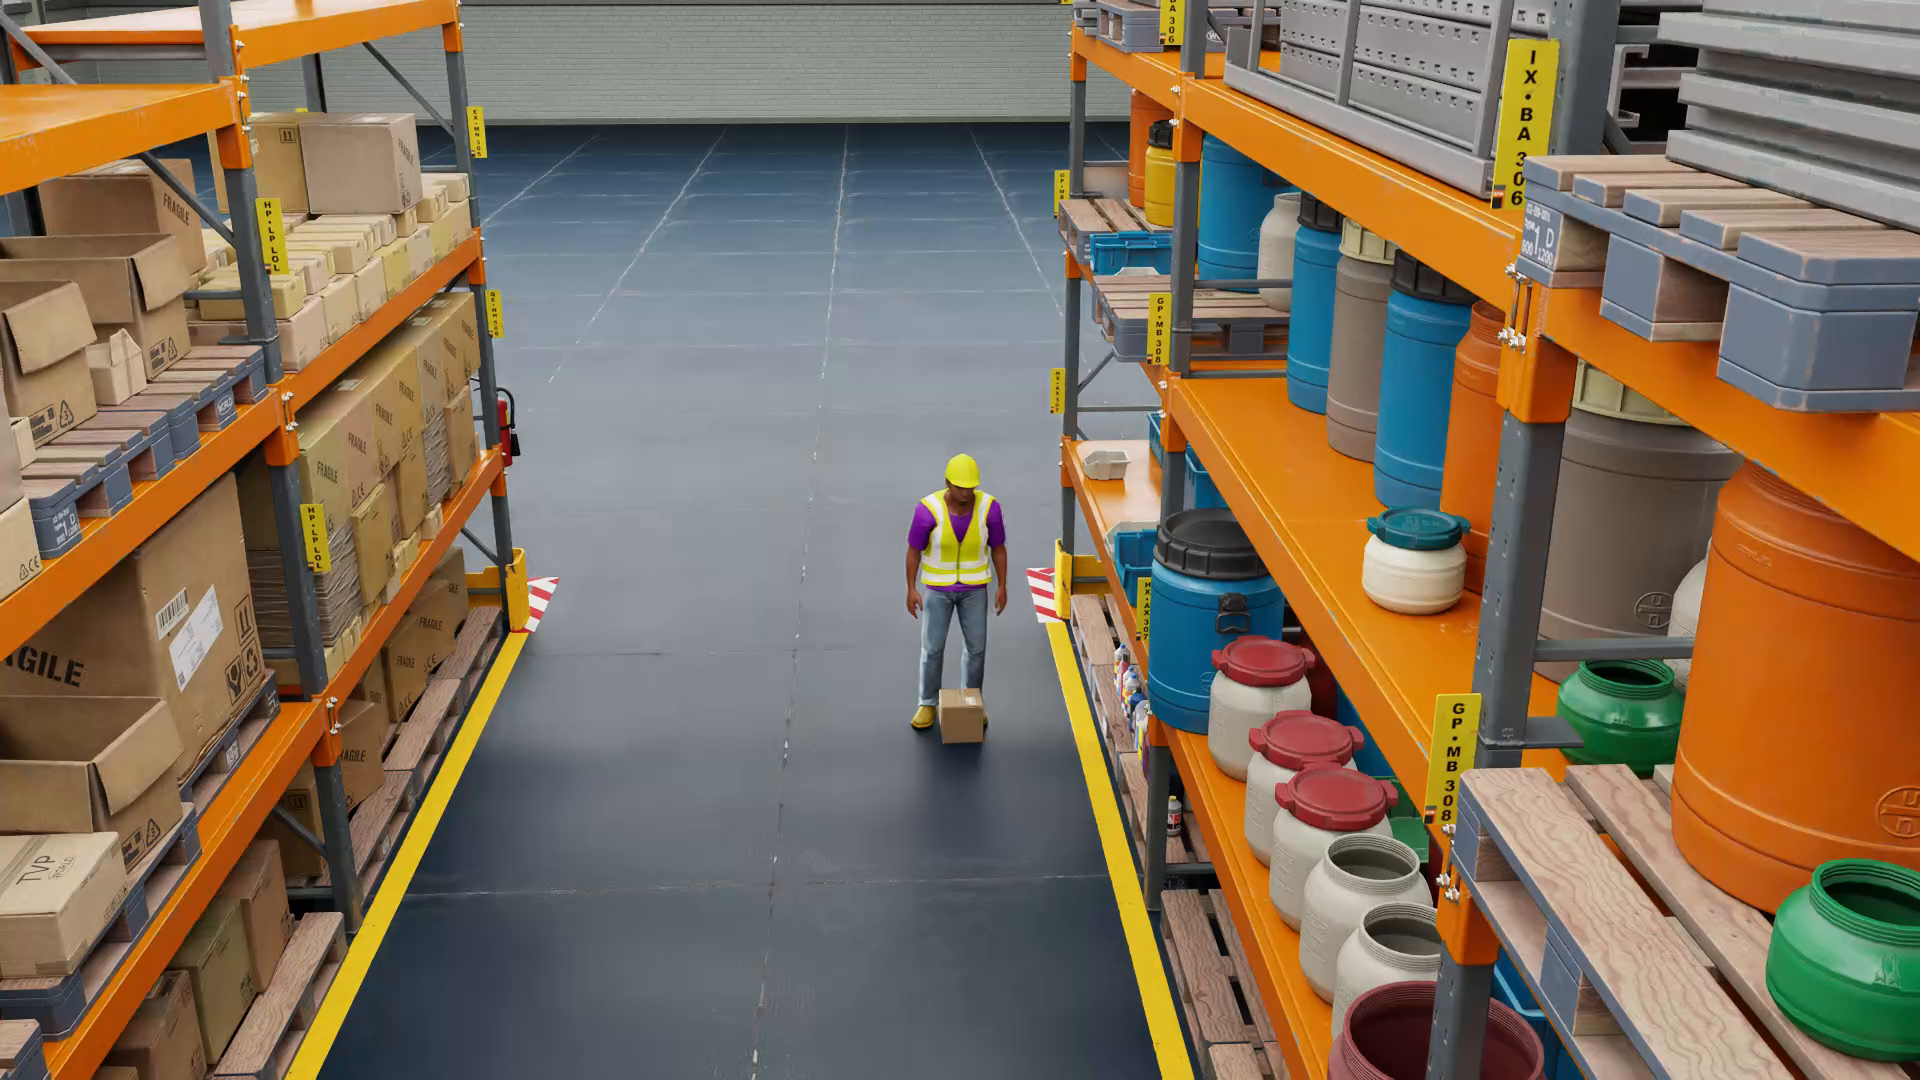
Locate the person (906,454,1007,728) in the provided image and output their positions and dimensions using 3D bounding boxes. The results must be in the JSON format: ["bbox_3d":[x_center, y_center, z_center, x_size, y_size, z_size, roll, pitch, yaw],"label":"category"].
[{"bbox_3d":[-0.018,0.302,10.232,0.634,1.760,0.460,-2,20,-6],"label":"person"}]
